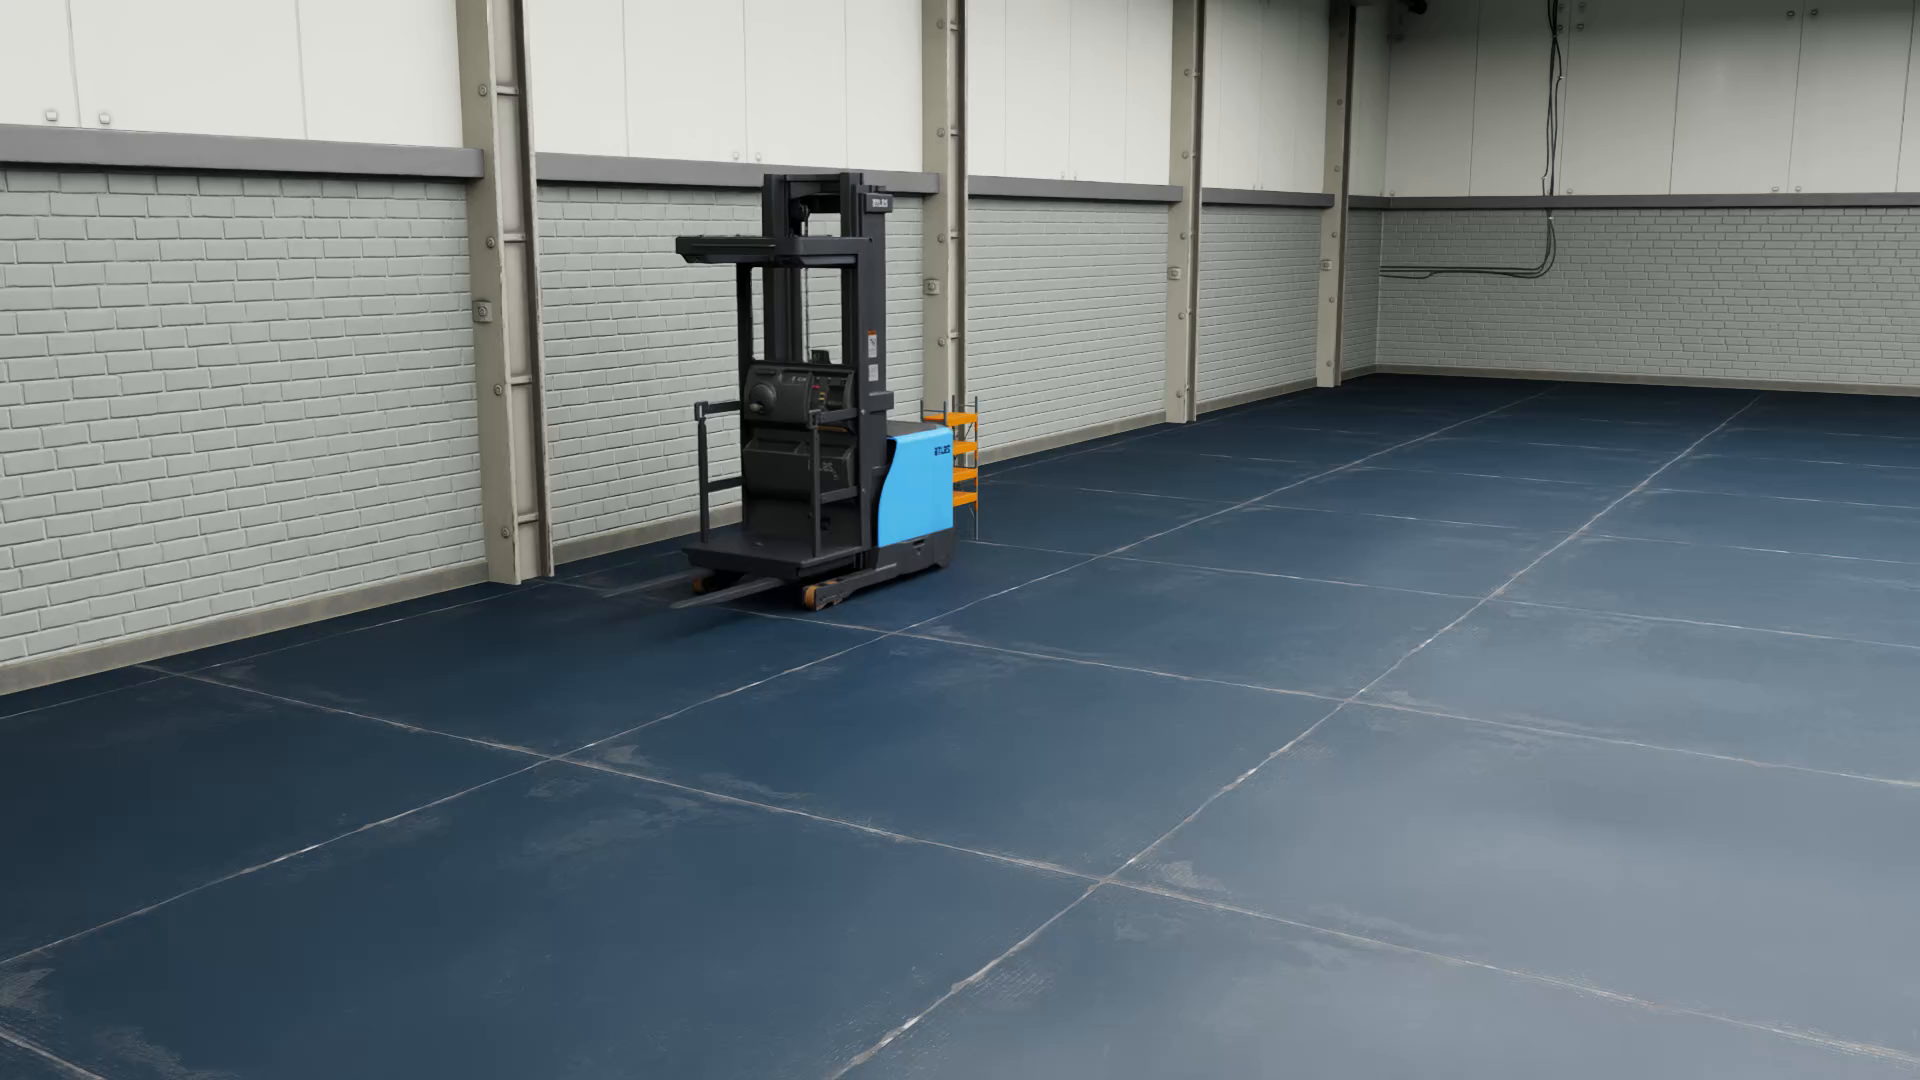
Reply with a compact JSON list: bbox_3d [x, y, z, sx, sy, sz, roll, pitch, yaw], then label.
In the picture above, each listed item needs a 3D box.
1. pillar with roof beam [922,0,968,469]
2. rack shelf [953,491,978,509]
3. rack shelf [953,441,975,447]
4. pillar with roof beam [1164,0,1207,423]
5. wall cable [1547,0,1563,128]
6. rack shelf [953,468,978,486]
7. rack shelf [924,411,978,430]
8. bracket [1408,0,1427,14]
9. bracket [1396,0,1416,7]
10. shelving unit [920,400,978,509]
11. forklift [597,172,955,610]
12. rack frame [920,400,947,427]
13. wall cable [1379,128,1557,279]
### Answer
[{"bbox_3d":[3.529,-4.673,14.377,9.100,9.000,0.400,6,12,31],"label":"pillar with roof beam"},{"bbox_3d":[-0.086,-0.302,13.668,0.258,0.148,0.480,6,12,31],"label":"rack shelf"},{"bbox_3d":[-0.086,-0.770,13.581,0.221,0.021,0.457,6,12,31],"label":"rack shelf"},{"bbox_3d":[6.644,-5.617,19.417,9.100,9.000,0.400,6,12,31],"label":"pillar with roof beam"},{"bbox_3d":[11.051,-8.007,26.895,3.097,2.526,0.112,6,12,31],"label":"wall cable"},{"bbox_3d":[-0.086,-0.498,13.632,0.258,0.148,0.480,6,12,31],"label":"rack shelf"},{"bbox_3d":[-0.086,-0.950,13.547,0.258,0.148,0.480,6,12,31],"label":"rack shelf"},{"bbox_3d":[7.829,-9.145,28.482,0.235,0.232,0.430,6,12,31],"label":"bracket"},{"bbox_3d":[7.522,-9.052,27.986,0.076,0.066,3.189,6,12,31],"label":"bracket"},{"bbox_3d":[-0.089,-0.563,13.614,0.258,1.200,0.492,6,12,31],"label":"shelving unit"},{"bbox_3d":[-1.253,-1.063,11.581,1.130,2.935,3.031,7,12,32],"label":"forklift"},{"bbox_3d":[-0.213,-0.525,13.414,0.240,1.200,0.015,6,12,31],"label":"rack frame"},{"bbox_3d":[8.739,-5.783,28.740,3.097,2.526,0.112,6,12,31],"label":"wall cable"}]
